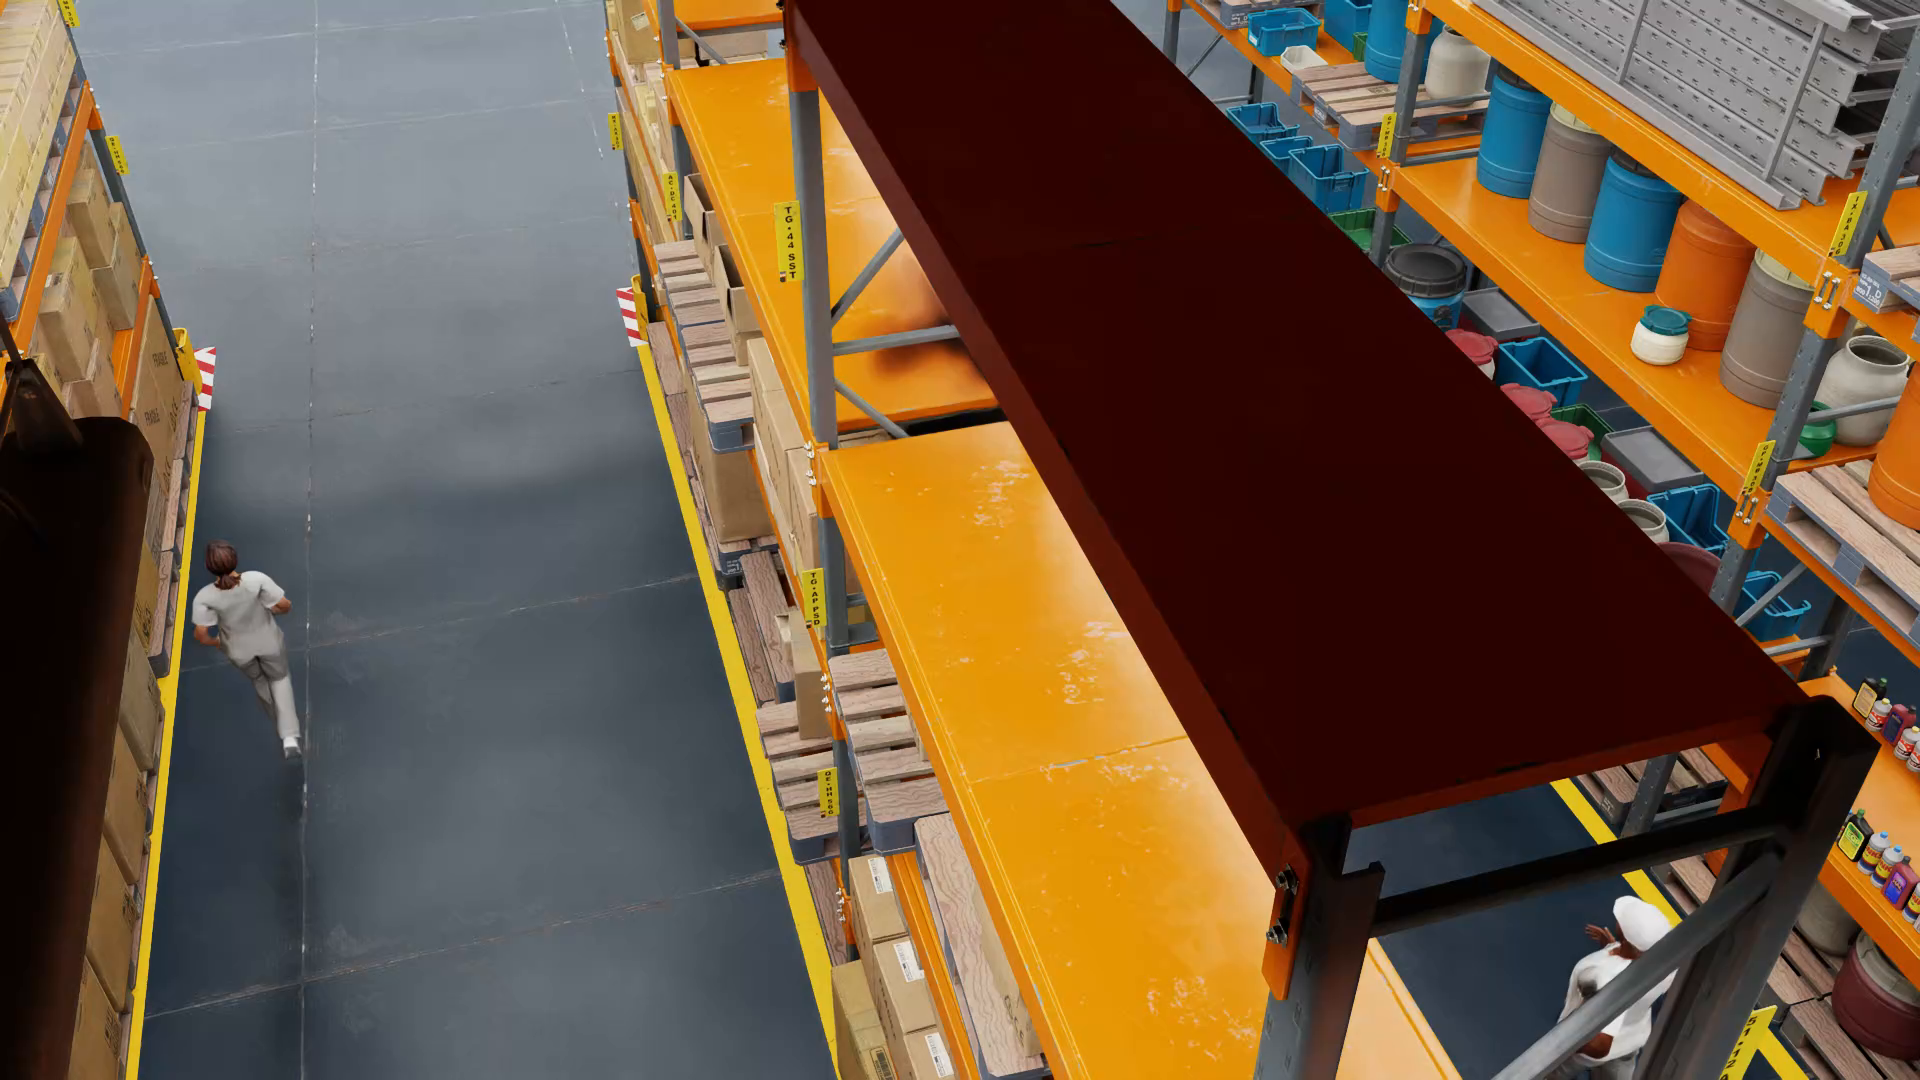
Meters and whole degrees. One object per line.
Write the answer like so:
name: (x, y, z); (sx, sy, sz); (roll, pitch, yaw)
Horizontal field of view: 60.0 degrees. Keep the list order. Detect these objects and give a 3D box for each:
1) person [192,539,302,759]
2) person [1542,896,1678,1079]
person: (-4.325, 0.674, 10.201); (0.563, 1.650, 0.641); (-15, 41, -19)
person: (3.066, 2.386, 7.973); (0.676, 1.870, 0.760); (-12, 40, -15)
